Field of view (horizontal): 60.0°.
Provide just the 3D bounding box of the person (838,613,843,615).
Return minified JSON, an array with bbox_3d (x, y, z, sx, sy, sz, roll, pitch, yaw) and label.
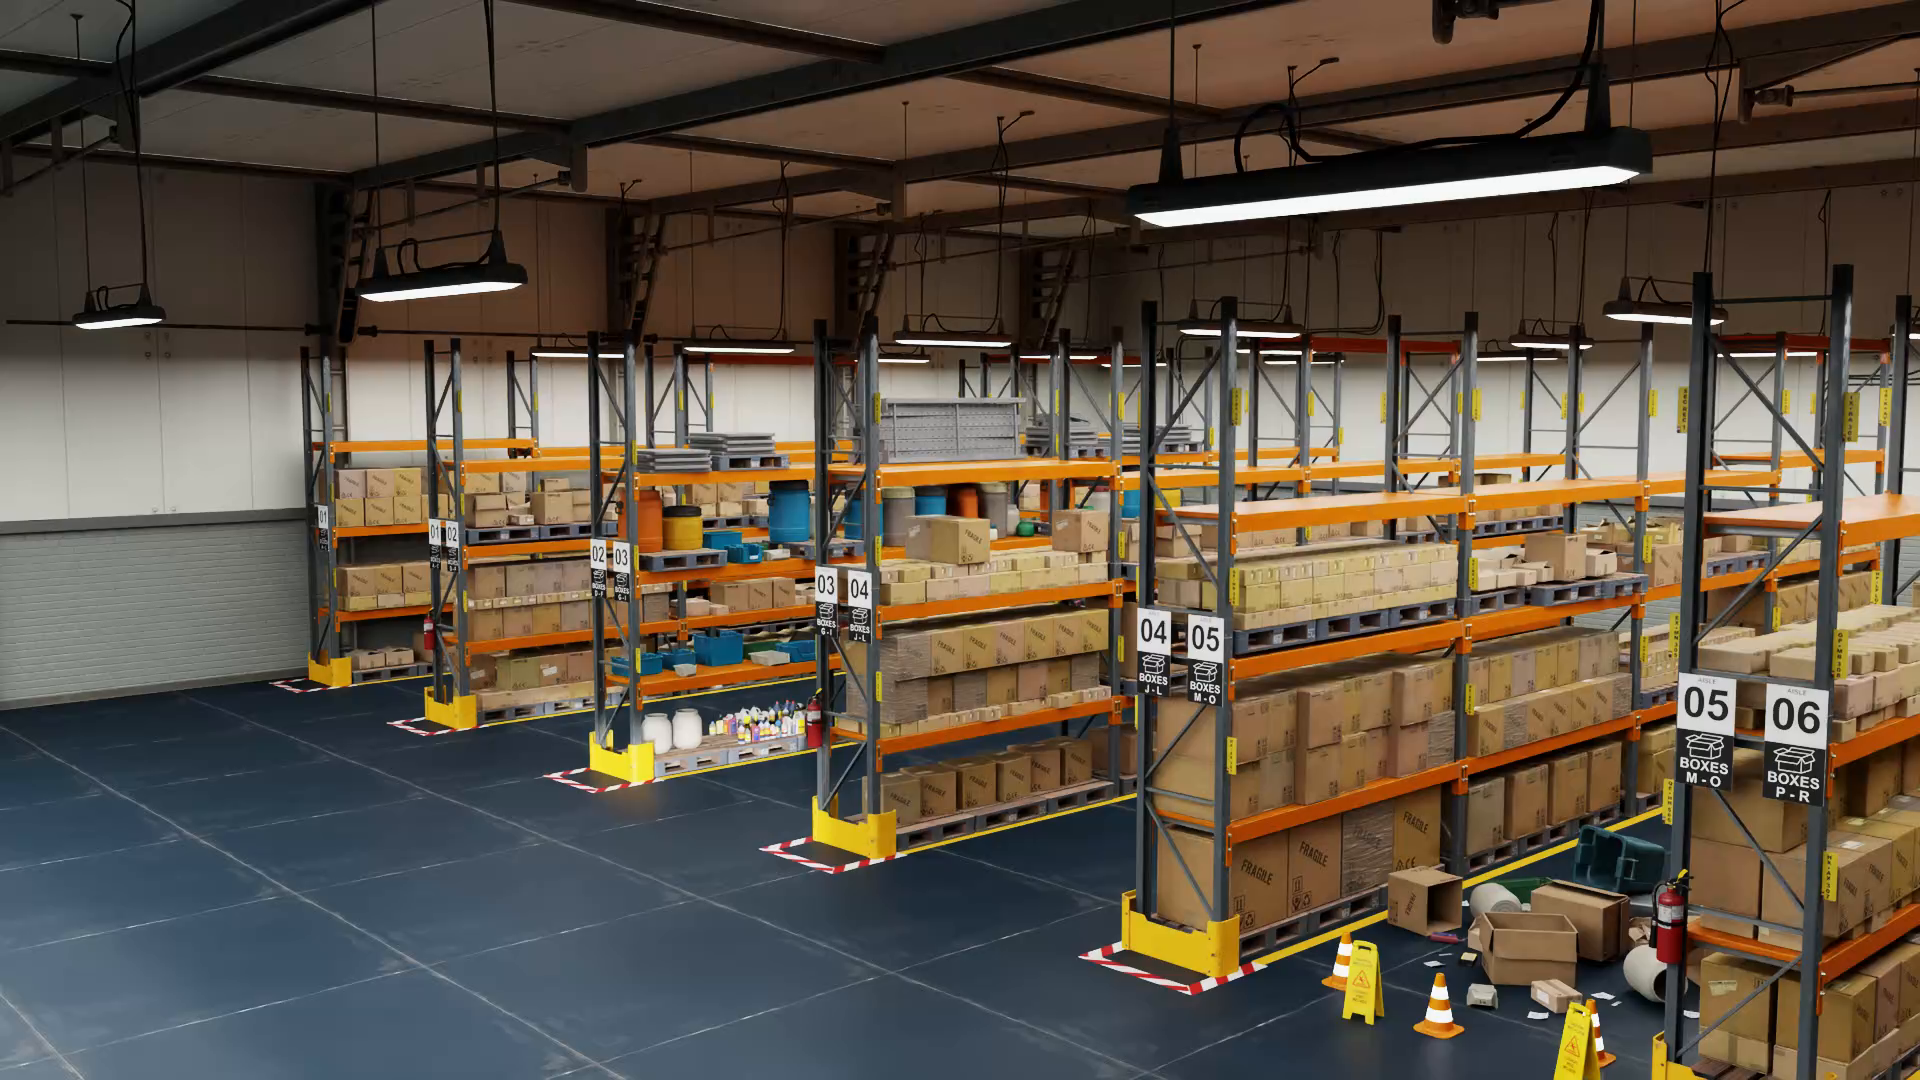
[{"bbox_3d":[-2.629,1.231,34.771,0.726,1.726,1.128,4,7,39],"label":"person"}]
